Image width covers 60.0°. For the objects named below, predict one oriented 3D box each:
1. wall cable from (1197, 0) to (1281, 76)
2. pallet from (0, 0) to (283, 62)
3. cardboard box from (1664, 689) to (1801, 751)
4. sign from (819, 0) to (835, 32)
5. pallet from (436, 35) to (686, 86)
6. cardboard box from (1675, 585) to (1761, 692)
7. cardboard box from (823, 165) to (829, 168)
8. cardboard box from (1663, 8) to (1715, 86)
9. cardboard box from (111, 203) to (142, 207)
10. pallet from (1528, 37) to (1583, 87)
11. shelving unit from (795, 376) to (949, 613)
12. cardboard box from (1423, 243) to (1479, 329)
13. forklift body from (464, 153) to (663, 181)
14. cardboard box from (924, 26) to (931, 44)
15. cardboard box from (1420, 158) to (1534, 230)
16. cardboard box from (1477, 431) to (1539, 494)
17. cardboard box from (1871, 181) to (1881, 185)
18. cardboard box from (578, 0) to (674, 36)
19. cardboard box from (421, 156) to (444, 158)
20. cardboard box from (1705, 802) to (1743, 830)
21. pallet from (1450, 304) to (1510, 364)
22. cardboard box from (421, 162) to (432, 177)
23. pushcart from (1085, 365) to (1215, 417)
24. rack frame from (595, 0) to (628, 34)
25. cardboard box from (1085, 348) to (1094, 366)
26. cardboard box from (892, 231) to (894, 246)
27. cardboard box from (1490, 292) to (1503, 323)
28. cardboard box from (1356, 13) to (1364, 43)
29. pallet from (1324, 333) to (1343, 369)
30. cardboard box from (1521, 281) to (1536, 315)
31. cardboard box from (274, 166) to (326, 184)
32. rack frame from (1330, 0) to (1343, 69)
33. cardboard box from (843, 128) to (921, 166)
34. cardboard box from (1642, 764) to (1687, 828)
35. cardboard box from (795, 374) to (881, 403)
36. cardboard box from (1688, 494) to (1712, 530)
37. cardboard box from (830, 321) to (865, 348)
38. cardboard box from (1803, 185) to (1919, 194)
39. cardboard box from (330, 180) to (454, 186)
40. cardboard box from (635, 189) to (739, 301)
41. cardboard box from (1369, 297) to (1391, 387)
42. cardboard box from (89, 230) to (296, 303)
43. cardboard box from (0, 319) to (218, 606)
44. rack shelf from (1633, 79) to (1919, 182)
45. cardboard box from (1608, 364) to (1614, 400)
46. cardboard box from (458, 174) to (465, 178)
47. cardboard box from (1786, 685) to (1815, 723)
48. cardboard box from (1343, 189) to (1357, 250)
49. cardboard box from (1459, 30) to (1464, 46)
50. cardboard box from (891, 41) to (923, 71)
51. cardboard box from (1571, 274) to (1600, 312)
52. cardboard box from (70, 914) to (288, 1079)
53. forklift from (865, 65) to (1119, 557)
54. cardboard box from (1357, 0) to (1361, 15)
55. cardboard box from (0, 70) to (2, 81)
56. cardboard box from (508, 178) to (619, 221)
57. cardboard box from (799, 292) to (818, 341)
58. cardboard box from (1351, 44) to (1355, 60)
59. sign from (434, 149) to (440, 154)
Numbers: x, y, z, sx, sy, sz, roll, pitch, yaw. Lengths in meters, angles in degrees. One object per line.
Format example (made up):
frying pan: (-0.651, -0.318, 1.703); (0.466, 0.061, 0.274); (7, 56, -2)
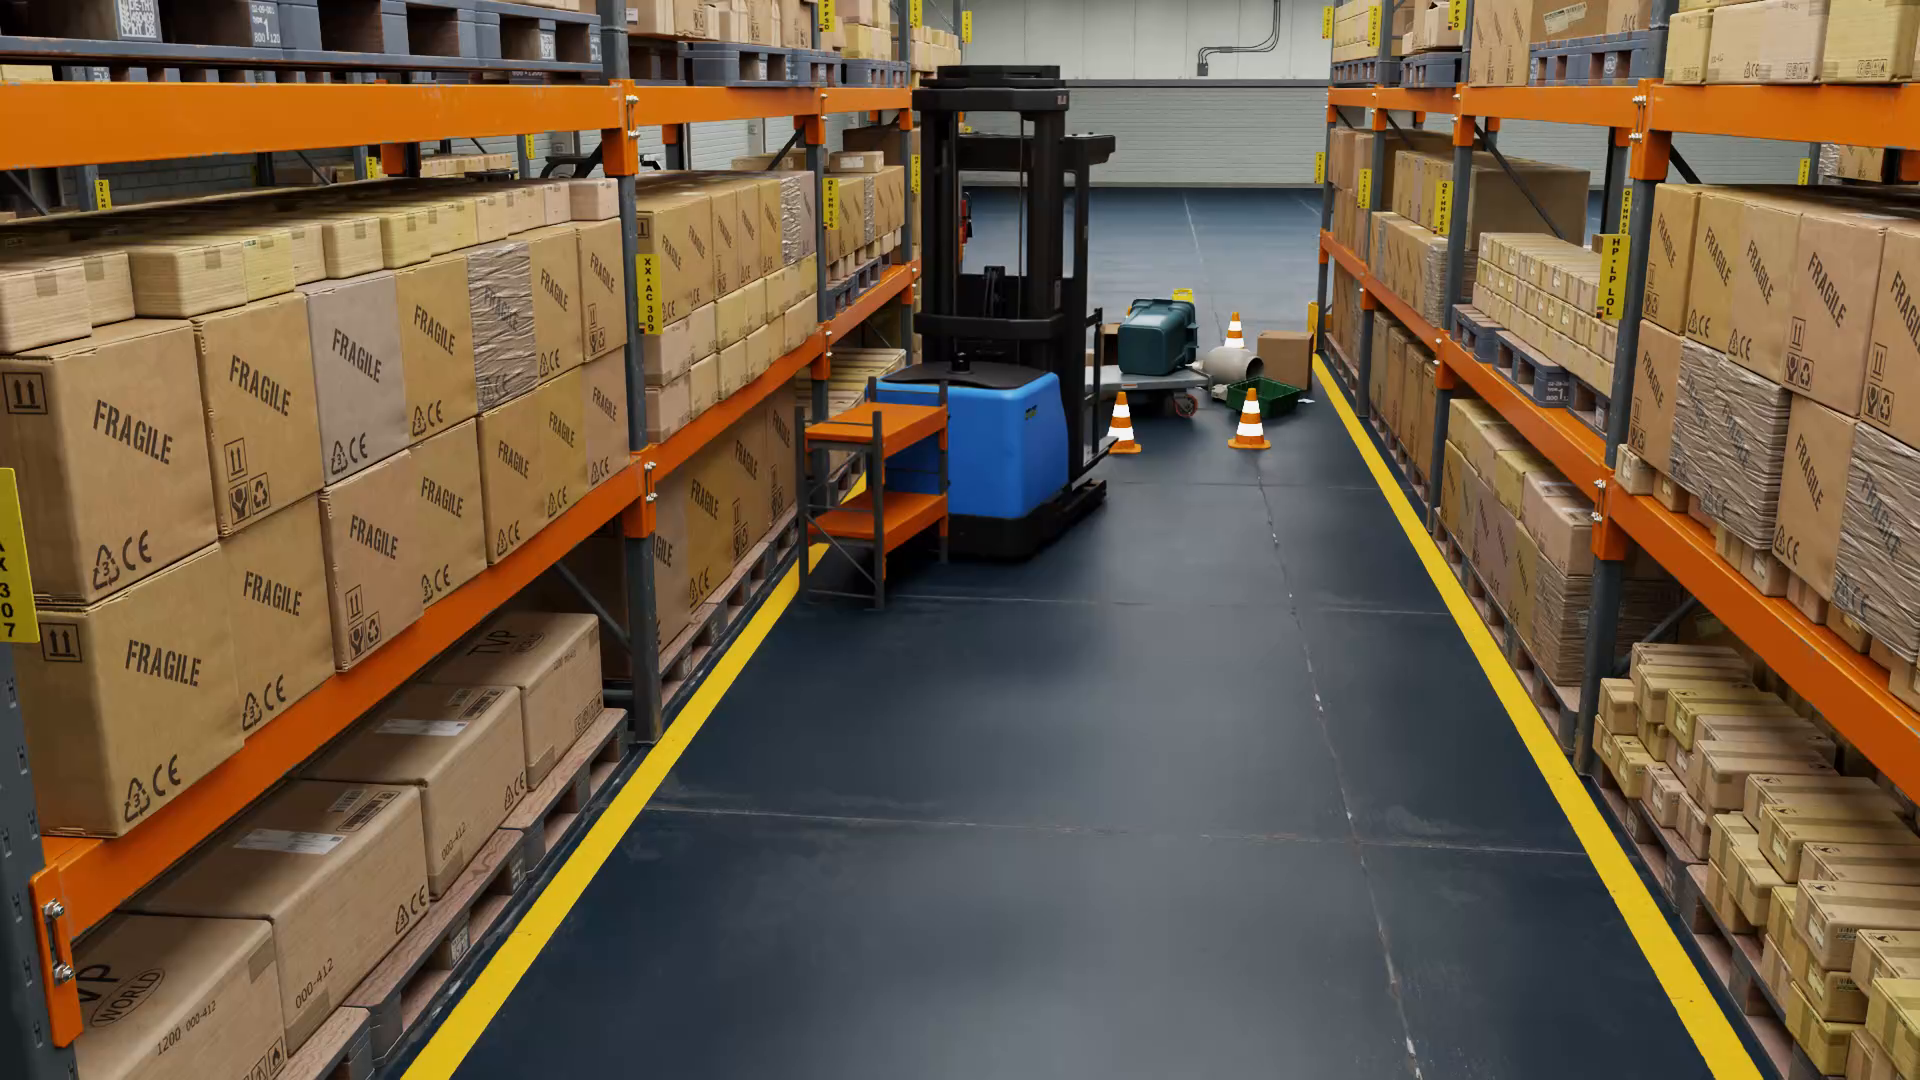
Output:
wall cable: (8.081, -16.434, 47.683); (2.305, 6.003, 0.169); (2, 15, 6)
pallet: (-2.208, -1.131, 3.521); (1.003, 0.211, 1.213); (2, 15, 6)
cardboard box: (2.786, 0.655, 6.009); (0.380, 0.149, 0.250); (1, 15, 5)
sign: (-0.828, -3.325, 10.324); (0.100, 0.325, 0.005); (2, 15, 6)
pallet: (-1.775, -2.165, 7.543); (0.805, 0.209, 1.217); (1, 15, 4)
cardboard box: (3.447, 0.369, 7.534); (0.500, 0.500, 0.500); (2, 15, 8)
cardboard box: (-1.265, -2.927, 14.173); (0.500, 0.500, 0.500); (2, 15, 8)
cardboard box: (2.786, -1.714, 5.796); (0.500, 0.250, 0.500); (2, 15, 9)
cardboard box: (-6.401, -2.473, 12.625); (0.380, 0.149, 0.250); (2, 15, 6)
pallet: (3.390, -2.234, 7.791); (1.213, 0.211, 1.003); (2, 15, 6)
shelving unit: (-0.485, -0.291, 9.585); (0.538, 1.125, 1.048); (5, 16, 19)
cardboard box: (3.336, -1.661, 10.868); (0.500, 0.500, 0.500); (2, 15, 6)
forklift body: (-3.809, -2.873, 17.165); (2.313, 2.155, 1.214); (2, 15, 6)
cardboard box: (-0.472, -4.633, 15.256); (0.380, 0.149, 0.250); (2, 15, 6)
cardboard box: (3.781, -2.532, 12.173); (0.700, 0.500, 0.500); (2, 15, 6)
cardboard box: (3.108, -0.415, 8.998); (0.500, 0.250, 0.500); (2, 15, 7)
cardboard box: (9.245, -3.179, 15.912); (0.875, 0.500, 0.500); (2, 15, 6)
cardboard box: (-1.425, -2.276, 7.038); (0.396, 0.266, 0.258); (2, 15, 6)
cardboard box: (-5.780, -4.053, 17.899); (0.380, 0.149, 0.250); (2, 15, 7)
cardboard box: (2.723, 0.937, 5.539); (0.380, 0.149, 0.250); (2, 15, 9)
pallet: (3.577, -1.208, 9.749); (1.213, 0.211, 1.003); (2, 15, 6)
cardboard box: (-5.435, -3.638, 16.366); (0.380, 0.149, 0.250); (1, 15, 5)
pushcart: (1.344, -1.325, 14.840); (1.648, 0.377, 0.936); (-4, 16, -13)
rack frame: (-1.830, -3.466, 6.242); (1.000, 3.000, 0.127); (2, 15, 6)
cardboard box: (1.384, -1.907, 17.431); (0.380, 0.149, 0.250); (11, 19, 35)
cardboard box: (-0.758, -2.517, 13.902); (0.380, 0.149, 0.250); (1, 15, 5)
cardboard box: (3.240, -1.320, 9.474); (0.380, 0.149, 0.250); (2, 15, 9)
cardboard box: (3.919, -4.692, 15.242); (0.500, 0.250, 0.500); (2, 15, 6)
pallet: (4.442, -2.007, 17.681); (1.003, 0.211, 1.213); (2, 15, 6)
cardboard box: (3.154, -1.260, 8.682); (0.380, 0.149, 0.250); (2, 15, 6)
cardboard box: (-6.123, -3.387, 15.438); (0.380, 0.149, 0.250); (2, 15, 6)
rack frame: (4.454, -6.459, 17.310); (1.000, 3.000, 0.127); (2, 15, 6)
cardboard box: (-0.662, -3.428, 14.914); (0.700, 0.500, 0.500); (2, 15, 6)
cardboard box: (2.734, 0.943, 6.087); (0.380, 0.149, 0.250); (2, 15, 6)
cardboard box: (-1.138, -1.076, 13.126); (0.950, 0.372, 0.625); (2, 15, 8)
cardboard box: (2.810, -0.126, 5.862); (0.380, 0.149, 0.250); (1, 15, 4)
cardboard box: (-1.127, -2.044, 15.501); (0.500, 0.500, 0.500); (1, 15, 5)
cardboard box: (3.316, -0.995, 5.920); (0.500, 0.500, 0.500); (1, 15, 4)
cardboard box: (-2.136, -1.273, 6.275); (0.380, 0.149, 0.250); (2, 15, 7)
cardboard box: (-1.405, -1.470, 8.244); (0.500, 0.500, 0.500); (1, 15, 5)
cardboard box: (4.144, -1.864, 15.074); (0.875, 0.875, 0.875); (2, 15, 7)
cardboard box: (-1.852, -0.664, 4.021); (0.380, 0.149, 0.250); (1, 15, 4)
cardboard box: (-1.944, -0.180, 3.474); (0.500, 0.500, 0.500); (1, 15, 5)
rack shelf: (2.875, -1.033, 4.367); (1.077, 0.370, 4.000); (2, 15, 6)
cardboard box: (2.948, -0.641, 6.963); (0.380, 0.149, 0.250); (1, 15, 5)
cardboard box: (-5.289, -3.758, 17.378); (0.380, 0.149, 0.250); (2, 15, 7)
cardboard box: (3.329, 0.603, 6.203); (0.380, 0.149, 0.250); (2, 15, 7)
cardboard box: (4.210, -3.114, 16.146); (0.875, 0.550, 0.500); (2, 15, 6)
cardboard box: (3.401, -3.236, 10.589); (0.380, 0.166, 0.250); (2, 15, 6)
cardboard box: (-0.605, -4.271, 14.680); (0.500, 0.250, 0.500); (1, 15, 5)
cardboard box: (3.042, -1.134, 7.647); (0.380, 0.149, 0.250); (2, 15, 6)
cardboard box: (-2.306, 1.327, 4.112); (0.875, 0.438, 0.875); (1, 15, 4)
forklift: (0.383, -1.651, 11.154); (1.130, 2.935, 3.031); (5, 16, 19)
cardboard box: (3.871, -4.920, 15.321); (0.380, 0.149, 0.250); (2, 15, 6)
cardboard box: (-6.183, -2.858, 10.026); (0.500, 0.250, 0.500); (2, 15, 6)
cardboard box: (-1.548, -1.325, 6.467); (0.380, 0.149, 0.250); (1, 15, 5)
cardboard box: (-1.177, -1.397, 10.368); (0.500, 0.250, 0.500); (1, 15, 4)
cardboard box: (3.898, -4.603, 15.678); (0.380, 0.149, 0.250); (2, 15, 6)
sign: (-5.959, -4.302, 19.015); (0.100, 0.325, 0.005); (2, 15, 6)
